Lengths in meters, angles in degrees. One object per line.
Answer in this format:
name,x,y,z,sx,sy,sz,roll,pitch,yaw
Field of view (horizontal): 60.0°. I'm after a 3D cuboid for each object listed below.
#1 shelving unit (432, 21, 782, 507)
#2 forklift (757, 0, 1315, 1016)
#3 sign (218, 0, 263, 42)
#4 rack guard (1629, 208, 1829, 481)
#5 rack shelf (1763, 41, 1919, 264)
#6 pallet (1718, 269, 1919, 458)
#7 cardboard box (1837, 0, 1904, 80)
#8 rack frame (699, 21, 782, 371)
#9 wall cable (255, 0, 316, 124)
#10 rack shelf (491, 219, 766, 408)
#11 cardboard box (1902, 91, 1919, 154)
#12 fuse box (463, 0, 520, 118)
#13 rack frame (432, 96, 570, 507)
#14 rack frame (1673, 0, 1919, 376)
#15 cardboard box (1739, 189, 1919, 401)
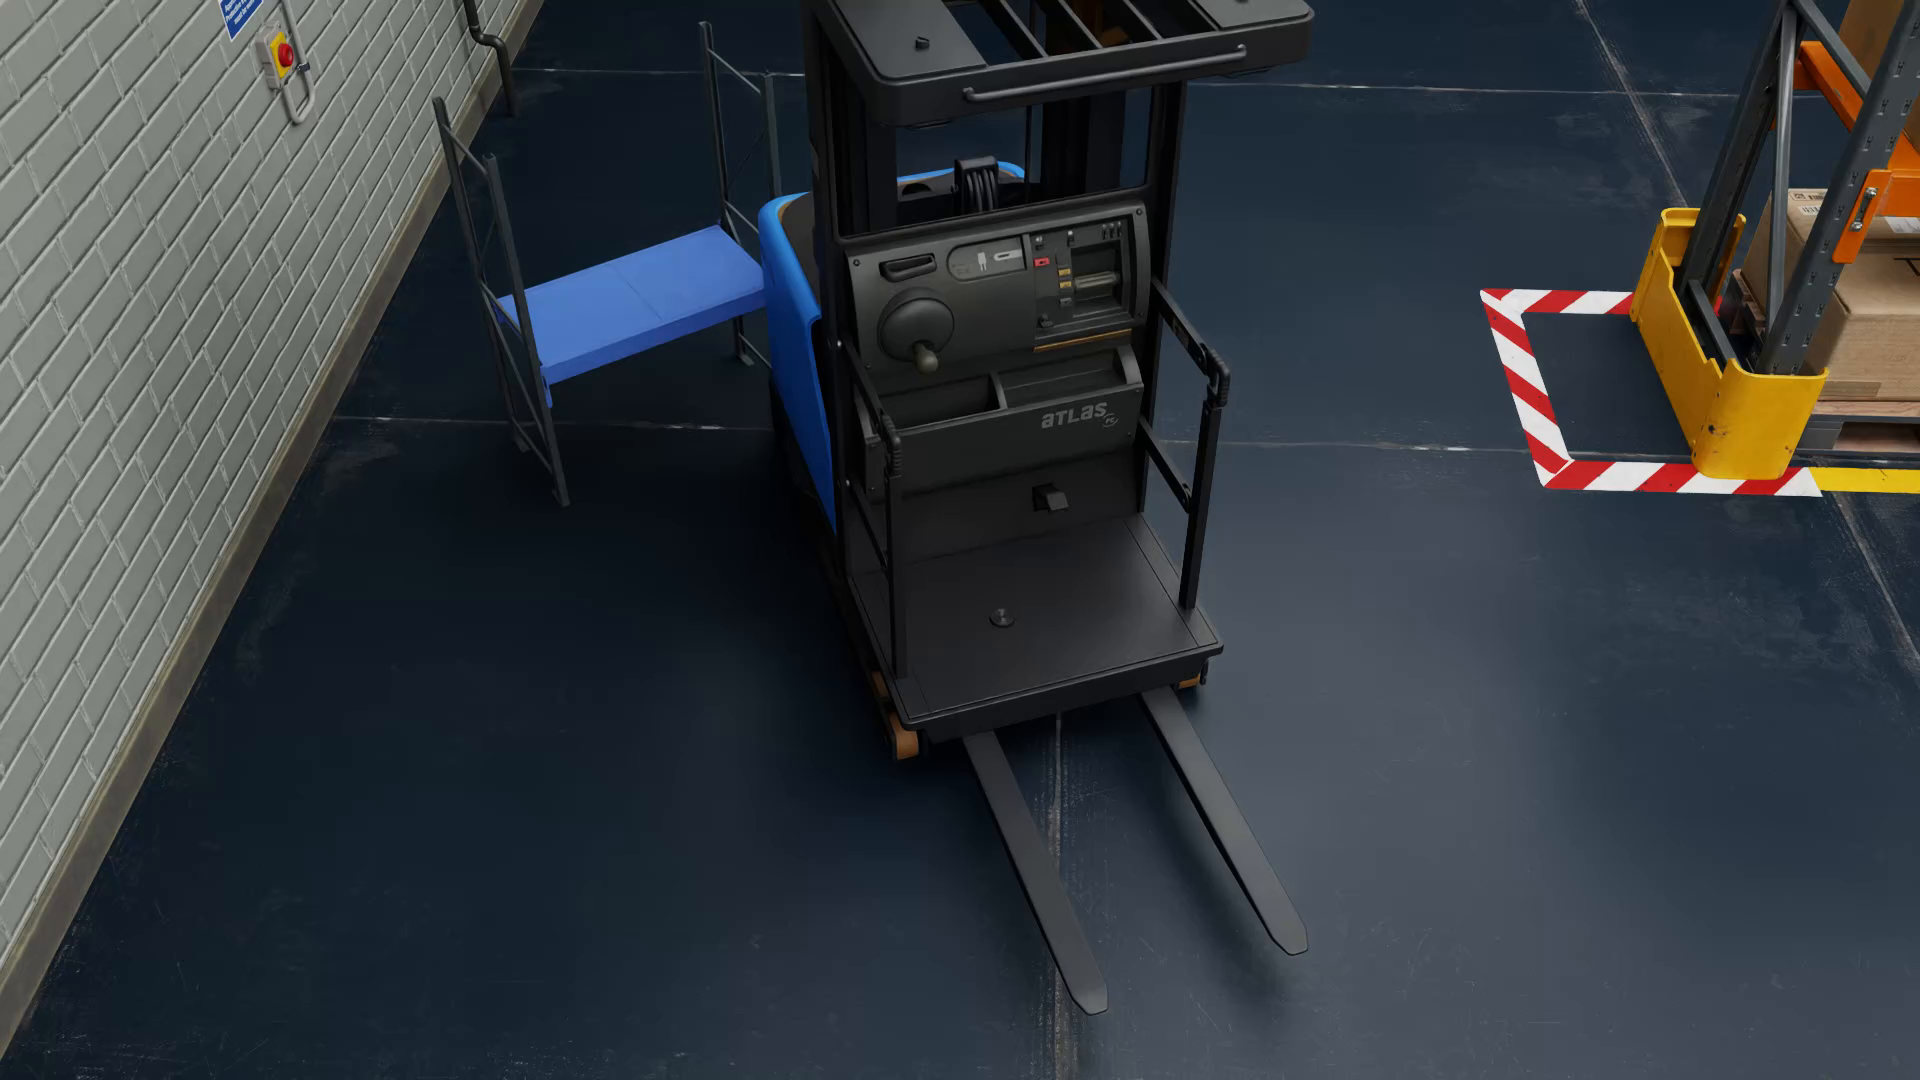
shelving unit,-1.228,-1.014,6.238,1.048,1.500,0.538,-24,48,-24
forklift,0.196,-0.665,4.813,1.130,2.935,3.031,-13,44,-13
sign,-2.581,-1.957,5.951,0.001,0.218,0.327,2,43,2
rack guard,3.093,-0.818,6.761,0.348,0.500,1.175,2,43,2
rack shelf,5.115,-1.407,6.087,4.000,0.370,1.077,2,43,2
pallet,3.919,-0.740,6.889,1.213,0.211,1.003,2,43,2
cardboard box,3.610,-1.934,6.052,0.500,0.500,0.500,2,43,2
rack frame,-0.805,-1.206,6.445,0.032,1.500,0.500,-24,48,-24
wall cable,-2.517,-2.272,5.720,0.123,1.953,0.585,2,43,2
rack shelf,-1.228,-0.882,6.361,1.000,0.185,0.538,-24,48,-24
cardboard box,3.583,-1.558,5.648,0.500,0.500,0.500,1,43,2
fuse box,-2.277,-2.843,8.047,0.414,1.711,0.539,2,43,2
rack frame,-1.651,-0.821,6.031,0.032,1.500,0.500,-24,48,-24
rack frame,3.117,-1.732,5.908,0.127,3.000,1.000,2,43,2
cardboard box,3.780,-0.996,6.690,0.875,0.438,0.875,0,43,0
